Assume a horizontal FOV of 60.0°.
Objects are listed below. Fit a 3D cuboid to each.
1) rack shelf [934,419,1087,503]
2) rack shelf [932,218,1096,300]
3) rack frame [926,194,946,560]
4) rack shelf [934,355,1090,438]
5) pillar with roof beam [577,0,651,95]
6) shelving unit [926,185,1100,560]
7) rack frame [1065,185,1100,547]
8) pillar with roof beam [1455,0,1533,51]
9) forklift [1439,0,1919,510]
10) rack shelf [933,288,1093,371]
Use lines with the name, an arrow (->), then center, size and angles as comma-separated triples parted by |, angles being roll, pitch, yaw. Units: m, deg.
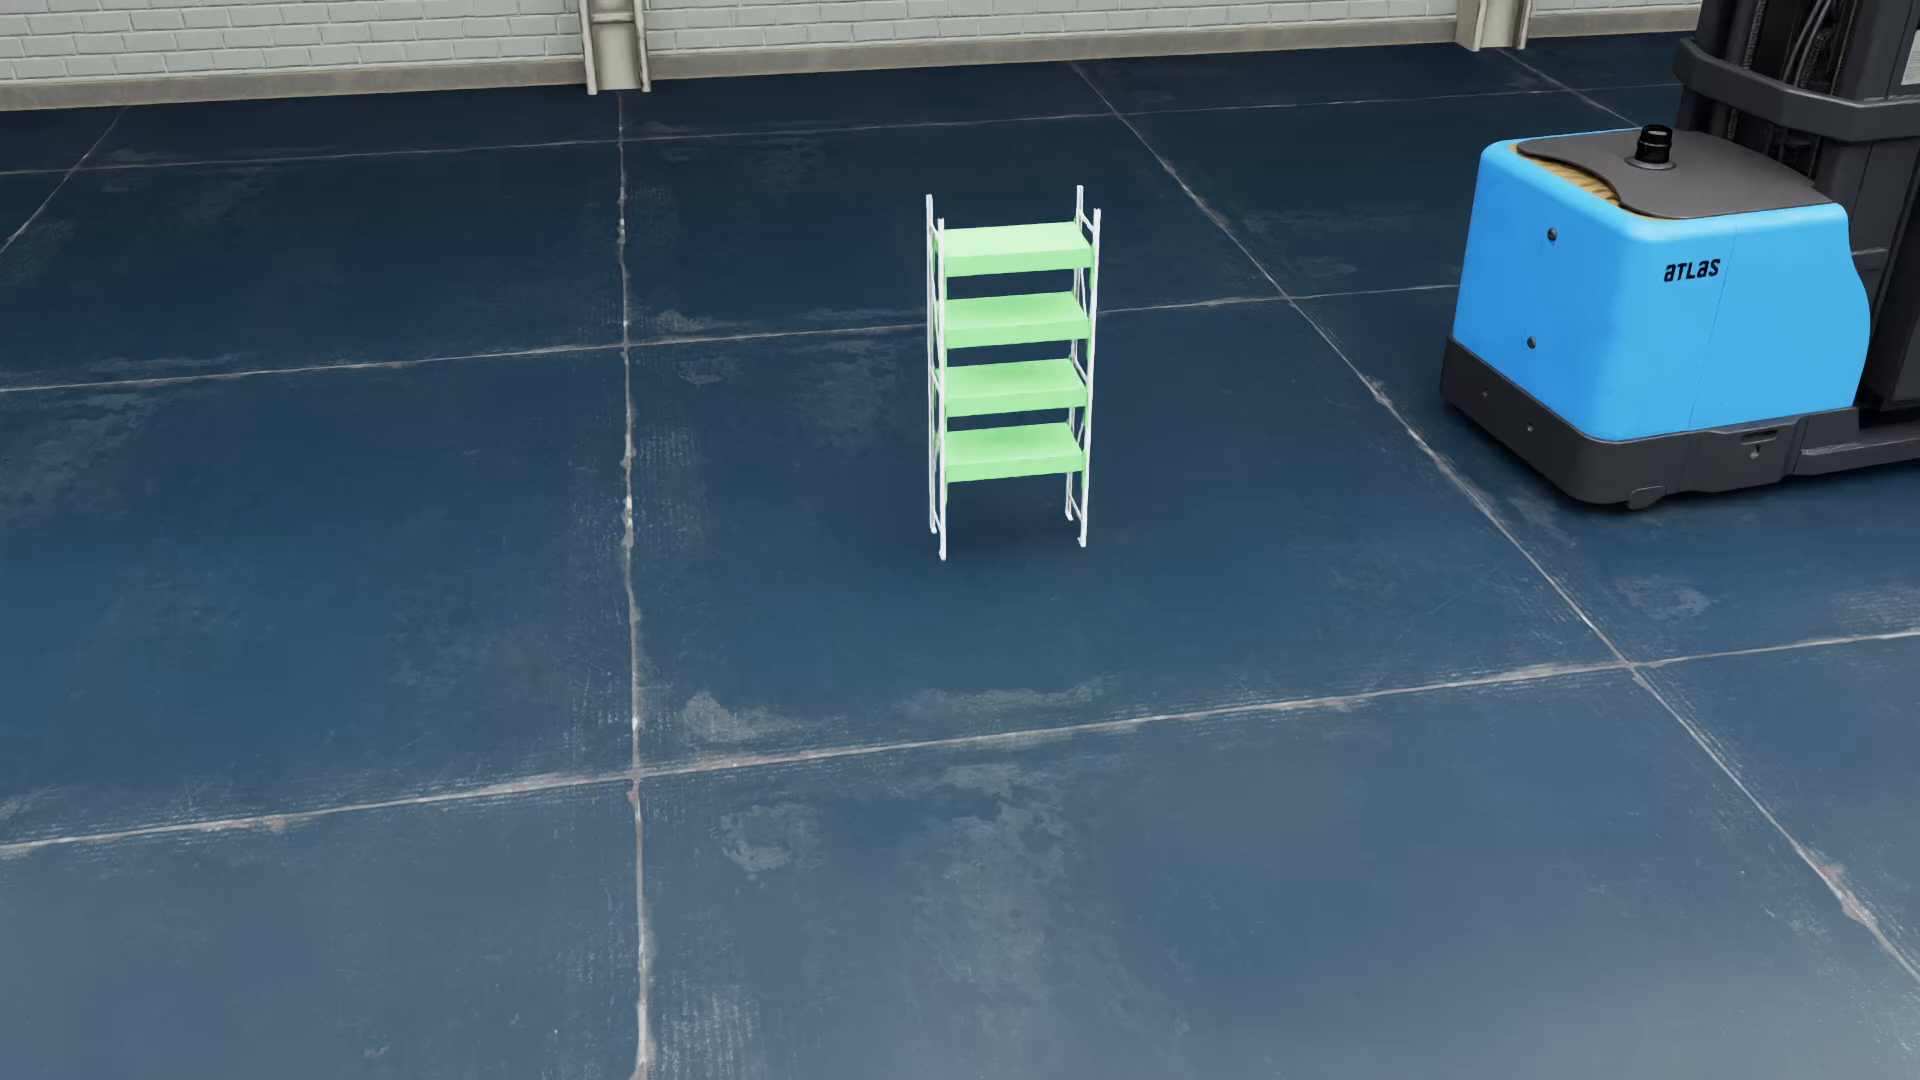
rack shelf -> 0.163, -0.270, 5.626 | 0.480, 0.148, 0.258 | -5, 31, -9
rack shelf -> 0.163, -0.891, 5.261 | 0.480, 0.148, 0.258 | -5, 31, -9
rack frame -> -0.077, -0.510, 5.434 | 0.015, 1.200, 0.240 | -5, 31, -9
rack shelf -> 0.163, -0.477, 5.504 | 0.480, 0.148, 0.258 | -5, 31, -9
pillar with roof beam -> -1.420, -4.657, 4.792 | 0.400, 9.000, 9.100 | -5, 31, -9
shelving unit -> 0.163, -0.532, 5.472 | 0.503, 1.200, 0.258 | -5, 31, -9
rack frame -> 0.403, -0.555, 5.509 | 0.015, 1.200, 0.240 | -5, 31, -9
pillar with roof beam -> 4.482, -5.205, 5.723 | 0.400, 9.000, 9.100 | -5, 31, -9
forklift -> 3.481, -1.787, 5.897 | 3.031, 2.935, 1.130 | -9, 32, -14
rack shelf -> 0.163, -0.684, 5.382 | 0.480, 0.148, 0.258 | -5, 31, -9
